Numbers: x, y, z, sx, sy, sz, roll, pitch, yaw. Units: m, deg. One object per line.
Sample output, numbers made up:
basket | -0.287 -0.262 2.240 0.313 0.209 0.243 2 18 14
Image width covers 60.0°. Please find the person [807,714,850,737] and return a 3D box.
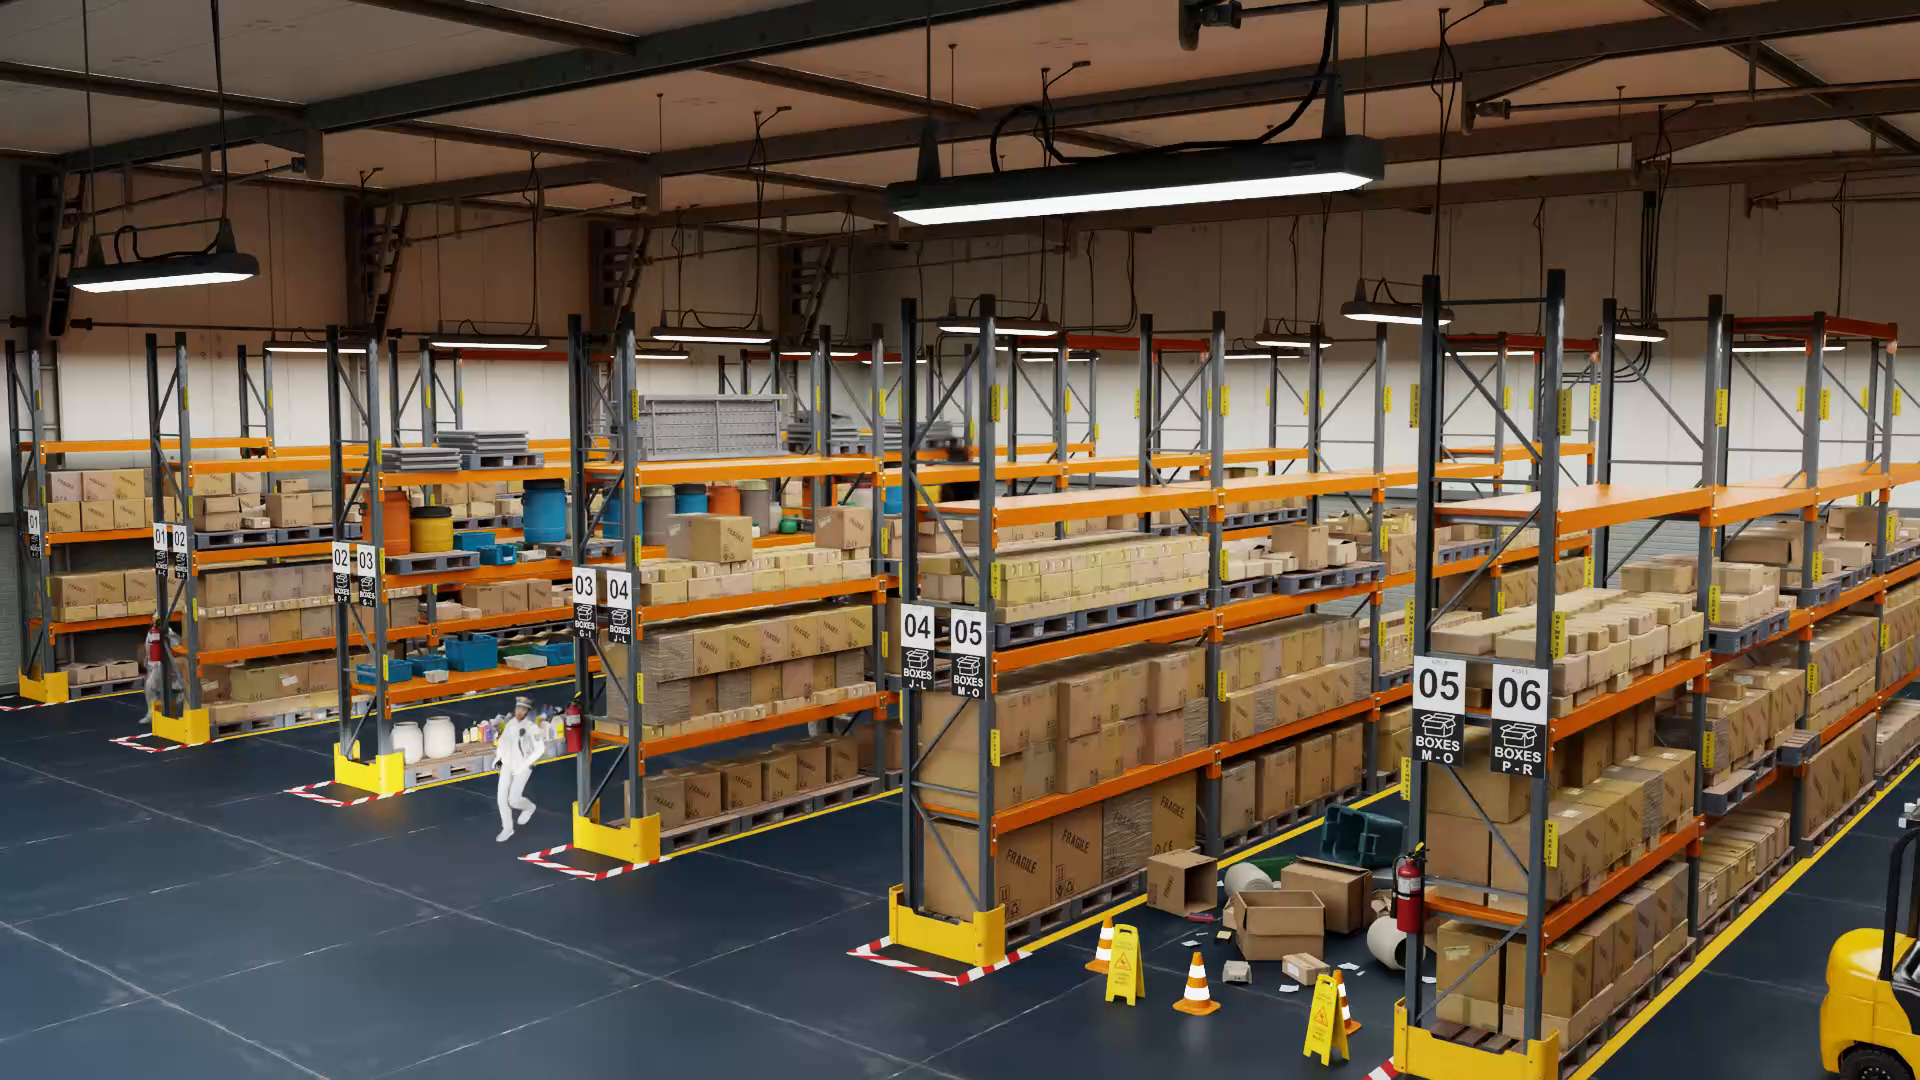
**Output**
person | -1.938 2.162 23.809 0.711 1.769 0.899 3 6 31

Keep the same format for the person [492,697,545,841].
person | -5.085 2.628 19.274 0.666 1.653 0.626 2 5 21

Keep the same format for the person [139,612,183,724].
person | -12.507 1.977 26.113 0.688 1.744 0.852 4 7 38

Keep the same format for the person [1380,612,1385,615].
person | 6.830 1.967 26.796 0.641 1.628 0.607 -5 7 -43
